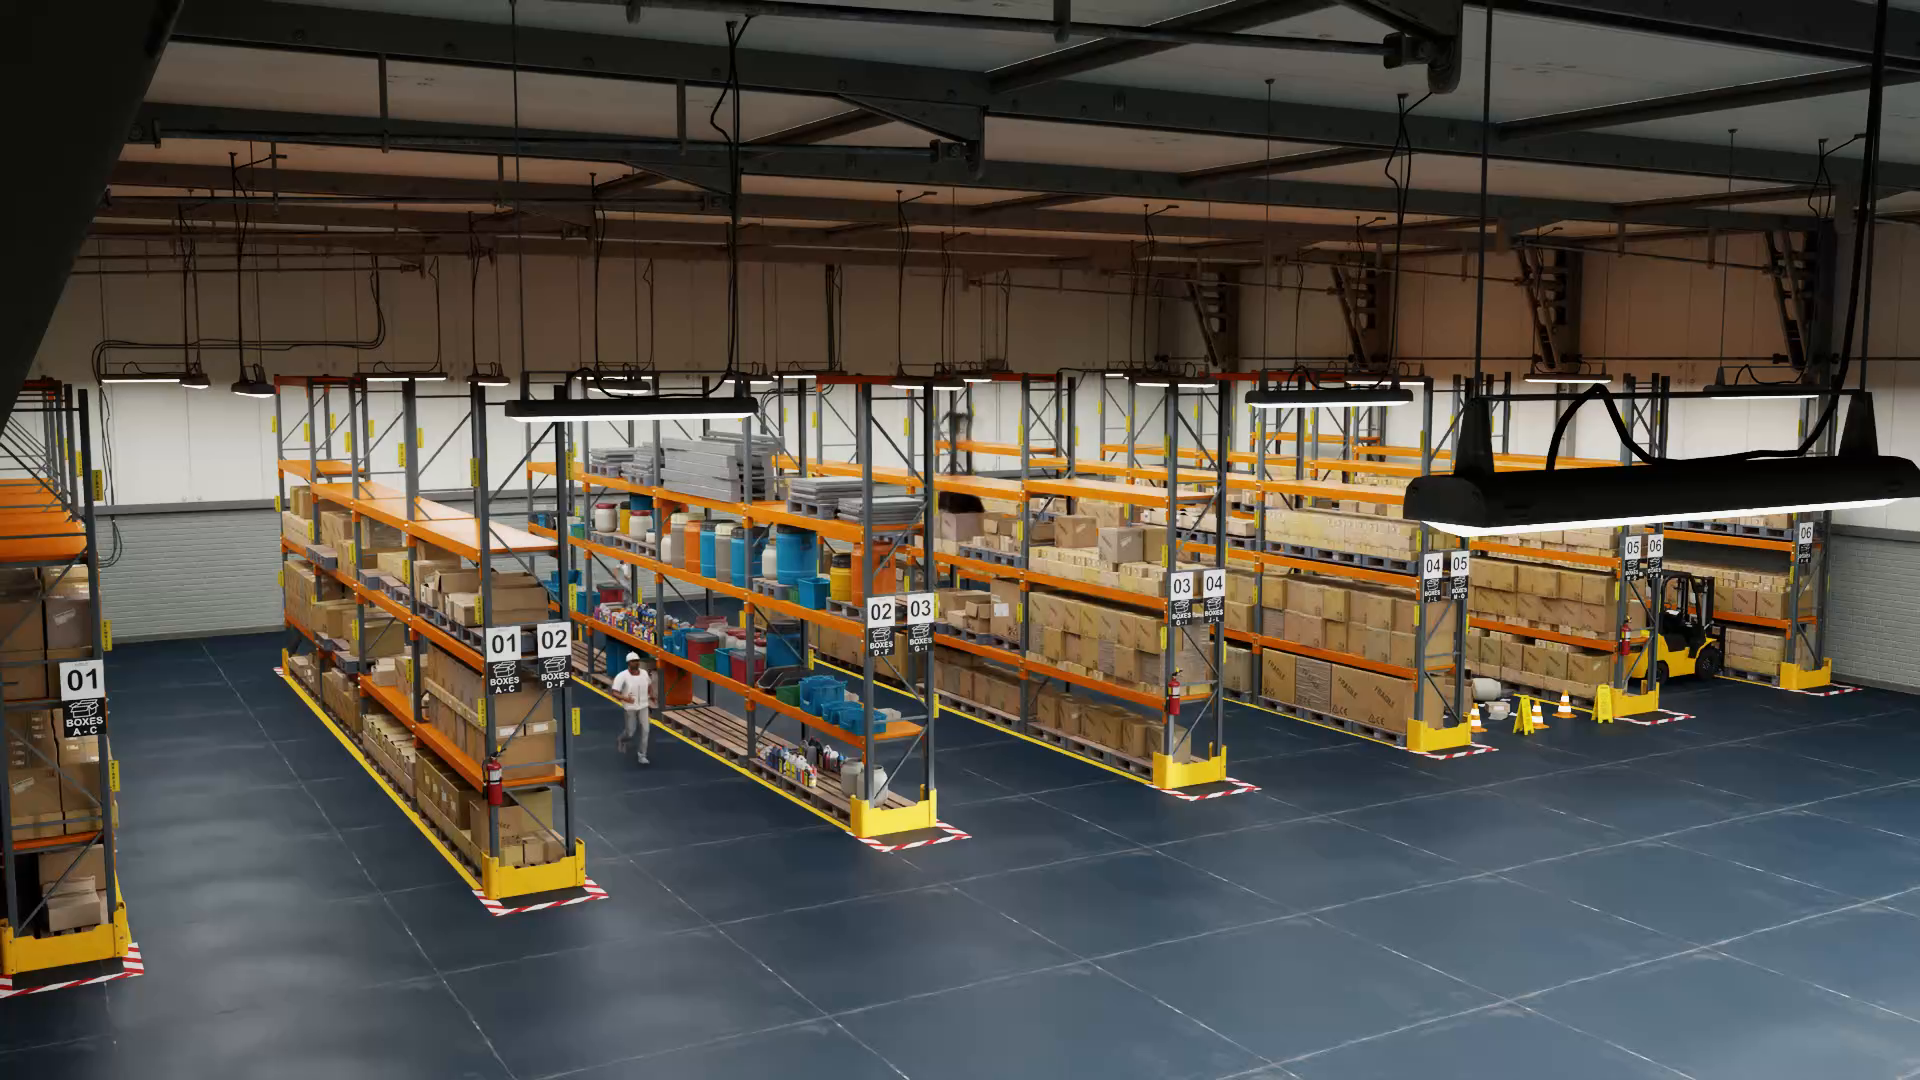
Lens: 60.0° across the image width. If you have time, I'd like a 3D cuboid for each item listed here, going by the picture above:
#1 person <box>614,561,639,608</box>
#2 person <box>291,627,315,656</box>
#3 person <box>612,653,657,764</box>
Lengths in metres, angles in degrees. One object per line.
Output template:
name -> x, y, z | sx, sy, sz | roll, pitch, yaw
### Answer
person -> -8.056, 1.194, 39.567 | 0.839, 1.725, 0.549 | -1, 6, -9
person -> -13.853, 1.725, 34.906 | 0.685, 1.714, 0.585 | 1, 6, 10
person -> -5.101, 2.622, 26.090 | 0.714, 1.733, 0.791 | -4, 8, -35
